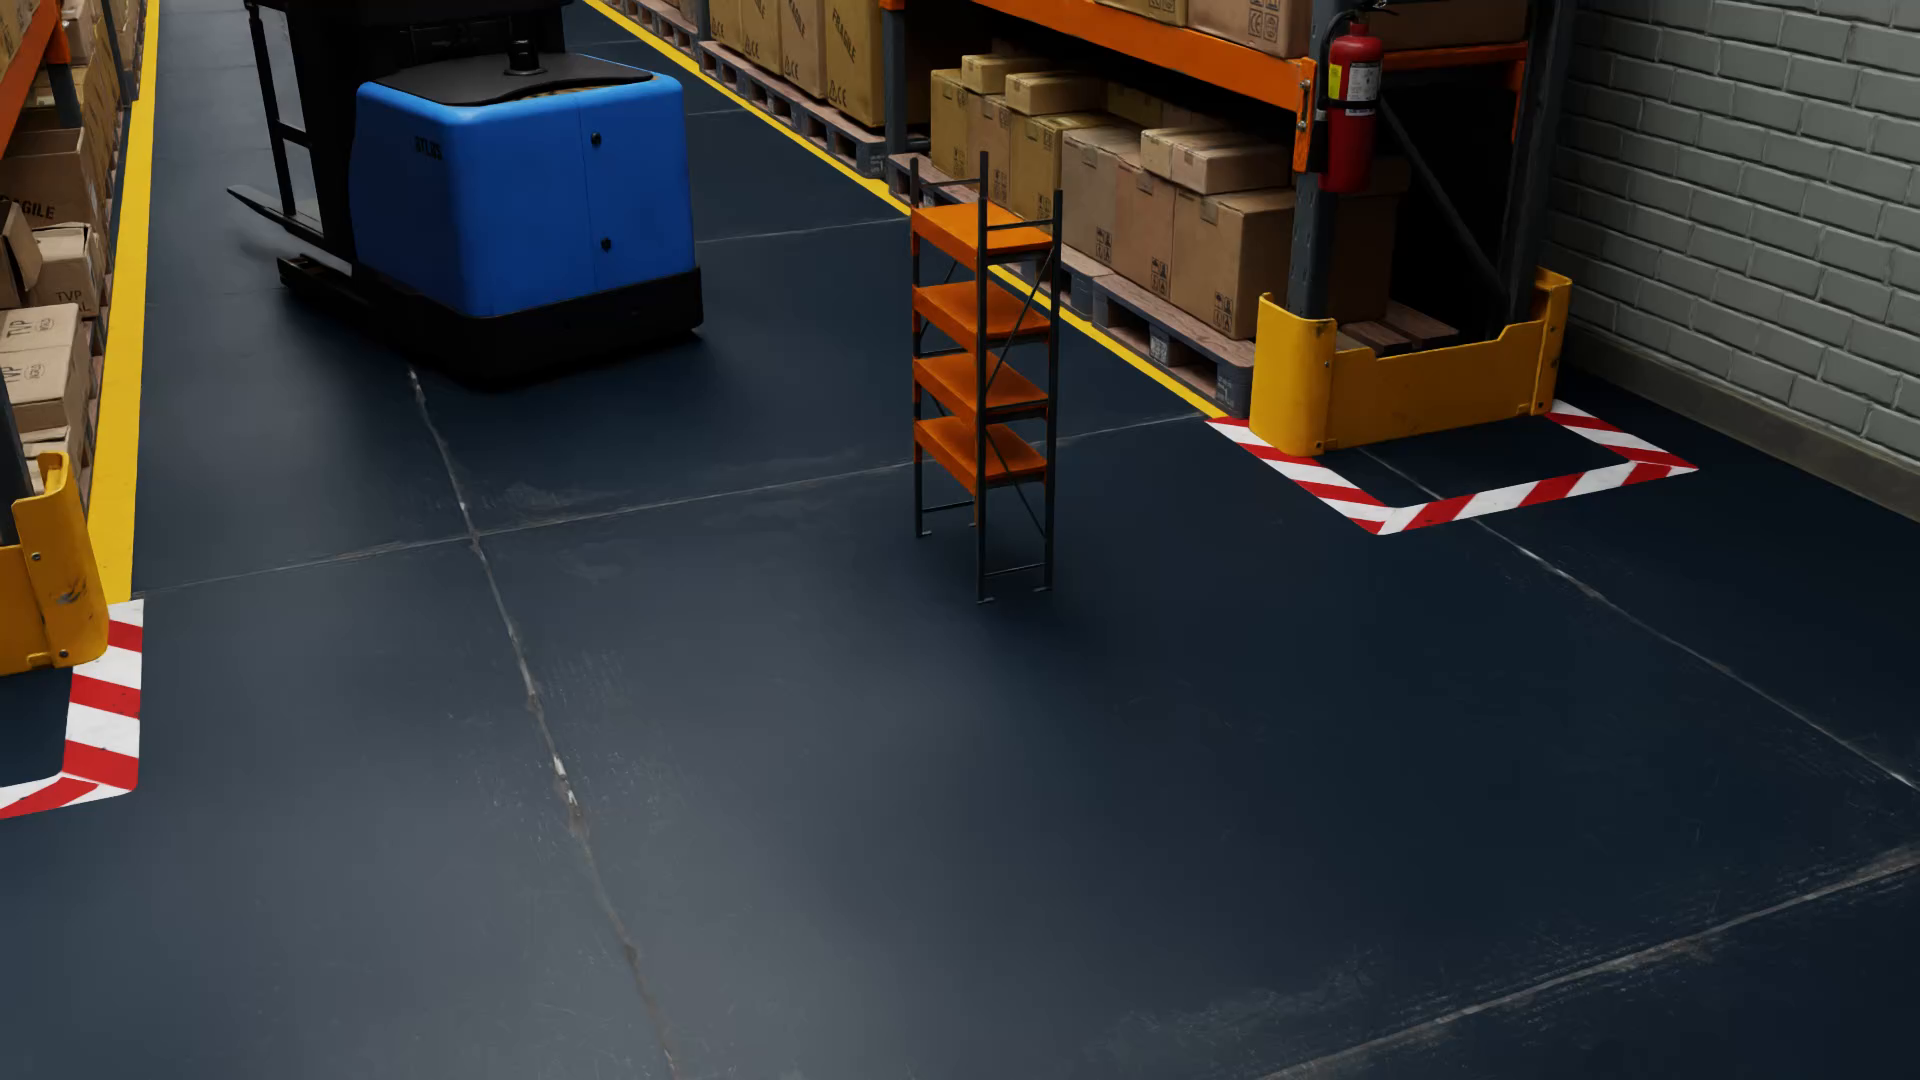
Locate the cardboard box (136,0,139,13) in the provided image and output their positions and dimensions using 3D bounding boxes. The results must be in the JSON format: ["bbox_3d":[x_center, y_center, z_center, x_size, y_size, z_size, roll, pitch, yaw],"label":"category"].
[{"bbox_3d":[-6.999,-4.432,13.563,0.500,0.250,0.500,-11,28,-21],"label":"cardboard box"}]

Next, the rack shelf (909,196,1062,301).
[{"bbox_3d":[0.065,-0.825,4.677,0.258,0.148,0.480,-11,28,-21],"label":"rack shelf"}]

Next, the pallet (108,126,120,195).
[{"bbox_3d":[-5.327,-2.133,9.378,1.003,0.211,1.213,-11,28,-21],"label":"pallet"}]

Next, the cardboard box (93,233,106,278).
[{"bbox_3d":[-3.806,-1.165,6.966,0.380,0.149,0.250,-11,28,-21],"label":"cardboard box"}]

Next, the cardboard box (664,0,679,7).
[{"bbox_3d":[-2.147,-4.818,14.047,0.700,0.500,0.500,-11,28,-21],"label":"cardboard box"}]

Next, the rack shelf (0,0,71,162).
[{"bbox_3d":[-3.709,-1.440,5.601,1.077,0.370,4.000,-11,28,-21],"label":"rack shelf"}]

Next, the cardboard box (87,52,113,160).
[{"bbox_3d":[-4.865,-2.299,8.888,0.500,0.500,0.500,-10,28,-20],"label":"cardboard box"}]

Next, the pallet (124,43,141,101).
[{"bbox_3d":[-6.345,-3.272,11.711,1.003,0.211,1.213,-11,28,-21],"label":"pallet"}]

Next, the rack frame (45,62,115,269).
[{"bbox_3d":[-4.492,-2.571,7.097,1.000,3.000,0.127,-11,28,-21],"label":"rack frame"}]

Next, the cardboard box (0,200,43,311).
[{"bbox_3d":[-3.751,-0.889,5.997,0.797,0.503,0.637,-11,28,-21],"label":"cardboard box"}]

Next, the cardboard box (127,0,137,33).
[{"bbox_3d":[-6.601,-4.020,12.719,0.500,0.250,0.500,-10,28,-20],"label":"cardboard box"}]

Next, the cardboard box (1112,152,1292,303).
[{"bbox_3d":[1.069,-1.342,6.950,0.700,0.500,0.500,-11,28,-21],"label":"cardboard box"}]

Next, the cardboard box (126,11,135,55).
[{"bbox_3d":[-6.191,-3.604,11.867,0.500,0.250,0.500,-11,28,-22],"label":"cardboard box"}]

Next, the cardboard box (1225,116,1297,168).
[{"bbox_3d":[1.299,-1.619,6.779,0.380,0.149,0.250,-10,28,-20],"label":"cardboard box"}]

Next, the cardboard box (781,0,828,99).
[{"bbox_3d":[-0.660,-3.245,10.448,0.750,0.750,0.750,-10,28,-19],"label":"cardboard box"}]

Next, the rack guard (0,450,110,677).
[{"bbox_3d":[-2.955,0.136,4.401,1.175,0.500,0.348,-11,28,-21],"label":"rack guard"}]

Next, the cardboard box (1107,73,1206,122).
[{"bbox_3d":[0.901,-2.029,7.618,0.380,0.149,0.250,-11,28,-22],"label":"cardboard box"}]

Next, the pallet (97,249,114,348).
[{"bbox_3d":[-4.224,-1.040,7.141,1.003,0.211,1.213,-11,28,-21],"label":"pallet"}]

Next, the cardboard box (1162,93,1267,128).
[{"bbox_3d":[1.101,-1.823,7.196,0.380,0.149,0.250,-10,28,-20],"label":"cardboard box"}]

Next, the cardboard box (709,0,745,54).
[{"bbox_3d":[-1.335,-3.942,11.876,0.750,0.750,0.750,-11,28,-21],"label":"cardboard box"}]

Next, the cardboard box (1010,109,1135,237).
[{"bbox_3d":[0.656,-1.759,7.804,0.700,0.500,0.500,-10,28,-19],"label":"cardboard box"}]

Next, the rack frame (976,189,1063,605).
[{"bbox_3d":[0.160,-0.374,4.648,0.240,1.200,0.015,-11,28,-21],"label":"rack frame"}]

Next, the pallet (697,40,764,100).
[{"bbox_3d":[-1.262,-3.454,12.084,1.003,0.211,1.213,-11,28,-21],"label":"pallet"}]

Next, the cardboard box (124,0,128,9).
[{"bbox_3d":[-6.404,-4.070,12.183,0.500,0.311,0.500,-11,28,-22],"label":"cardboard box"}]

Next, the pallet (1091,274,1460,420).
[{"bbox_3d":[1.246,-0.865,6.781,1.003,0.211,1.213,-11,28,-21],"label":"pallet"}]

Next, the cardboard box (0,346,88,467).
[{"bbox_3d":[-3.073,-0.388,5.259,0.500,0.250,0.500,-11,28,-21],"label":"cardboard box"}]

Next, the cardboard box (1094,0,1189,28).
[{"bbox_3d":[1.127,-2.440,6.486,0.980,0.700,0.700,-11,28,-21],"label":"cardboard box"}]

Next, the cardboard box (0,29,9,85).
[{"bbox_3d":[-3.257,-1.636,5.068,0.500,0.500,0.500,-11,28,-21],"label":"cardboard box"}]

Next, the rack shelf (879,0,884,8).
[{"bbox_3d":[-0.719,-3.908,10.655,1.077,0.370,4.000,-11,28,-21],"label":"rack shelf"}]

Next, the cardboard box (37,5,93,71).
[{"bbox_3d":[-4.849,-2.623,8.697,0.500,0.250,0.500,-11,28,-20],"label":"cardboard box"}]

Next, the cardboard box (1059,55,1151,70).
[{"bbox_3d":[0.701,-2.235,8.040,0.380,0.149,0.250,-12,28,-22],"label":"cardboard box"}]

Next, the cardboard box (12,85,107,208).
[{"bbox_3d":[-4.457,-1.883,8.035,0.500,0.500,0.500,-12,28,-23],"label":"cardboard box"}]

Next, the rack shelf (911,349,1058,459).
[{"bbox_3d":[0.065,-0.412,4.879,0.258,0.148,0.480,-11,28,-21],"label":"rack shelf"}]

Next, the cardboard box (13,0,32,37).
[{"bbox_3d":[-3.654,-2.043,5.902,0.500,0.500,0.500,-10,28,-19],"label":"cardboard box"}]

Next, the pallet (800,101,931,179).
[{"bbox_3d":[-0.307,-2.469,10.067,1.003,0.211,1.213,-11,28,-21],"label":"pallet"}]

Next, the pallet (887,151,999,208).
[{"bbox_3d":[0.290,-1.850,8.799,1.003,0.211,1.213,-11,28,-21],"label":"pallet"}]

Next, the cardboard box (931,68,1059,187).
[{"bbox_3d":[0.263,-2.170,8.645,0.700,0.500,0.500,-10,28,-20],"label":"cardboard box"}]

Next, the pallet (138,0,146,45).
[{"bbox_3d":[-7.300,-4.257,13.728,1.003,0.211,1.213,-11,28,-21],"label":"pallet"}]

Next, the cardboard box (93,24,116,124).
[{"bbox_3d":[-5.274,-2.714,9.738,0.500,0.500,0.500,-12,28,-22],"label":"cardboard box"}]

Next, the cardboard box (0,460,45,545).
[{"bbox_3d":[-2.773,-0.101,4.786,0.380,0.149,0.250,-11,28,-21],"label":"cardboard box"}]

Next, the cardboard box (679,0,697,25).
[{"bbox_3d":[-1.832,-4.395,13.180,0.700,0.500,0.500,-10,28,-20],"label":"cardboard box"}]

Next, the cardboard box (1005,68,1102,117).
[{"bbox_3d":[0.434,-2.081,7.724,0.380,0.149,0.250,-11,28,-22],"label":"cardboard box"}]

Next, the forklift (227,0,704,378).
[{"bbox_3d":[-2.432,-2.500,7.029,1.130,2.935,3.031,-22,33,-37],"label":"forklift"}]

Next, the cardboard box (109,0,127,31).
[{"bbox_3d":[-5.993,-3.653,11.329,0.500,0.311,0.500,-10,28,-19],"label":"cardboard box"}]

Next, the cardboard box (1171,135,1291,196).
[{"bbox_3d":[1.047,-1.452,6.436,0.380,0.149,0.250,-11,28,-21],"label":"cardboard box"}]

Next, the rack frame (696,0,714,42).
[{"bbox_3d":[-1.502,-5.039,12.151,1.000,3.000,0.127,-11,28,-21],"label":"rack frame"}]

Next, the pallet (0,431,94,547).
[{"bbox_3d":[-3.268,-0.055,5.123,1.003,0.211,1.213,-11,28,-21],"label":"pallet"}]

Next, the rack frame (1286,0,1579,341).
[{"bbox_3d":[1.631,-1.809,5.536,1.000,3.000,0.127,-11,28,-21],"label":"rack frame"}]

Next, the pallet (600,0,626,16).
[{"bbox_3d":[-2.762,-5.086,15.427,1.003,0.211,1.213,-11,28,-21],"label":"pallet"}]

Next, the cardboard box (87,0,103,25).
[{"bbox_3d":[-5.450,-3.238,9.956,0.500,0.250,0.500,-9,28,-19],"label":"cardboard box"}]

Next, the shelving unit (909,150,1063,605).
[{"bbox_3d":[0.065,-0.472,4.850,0.258,1.200,0.503,-11,28,-21],"label":"shelving unit"}]
